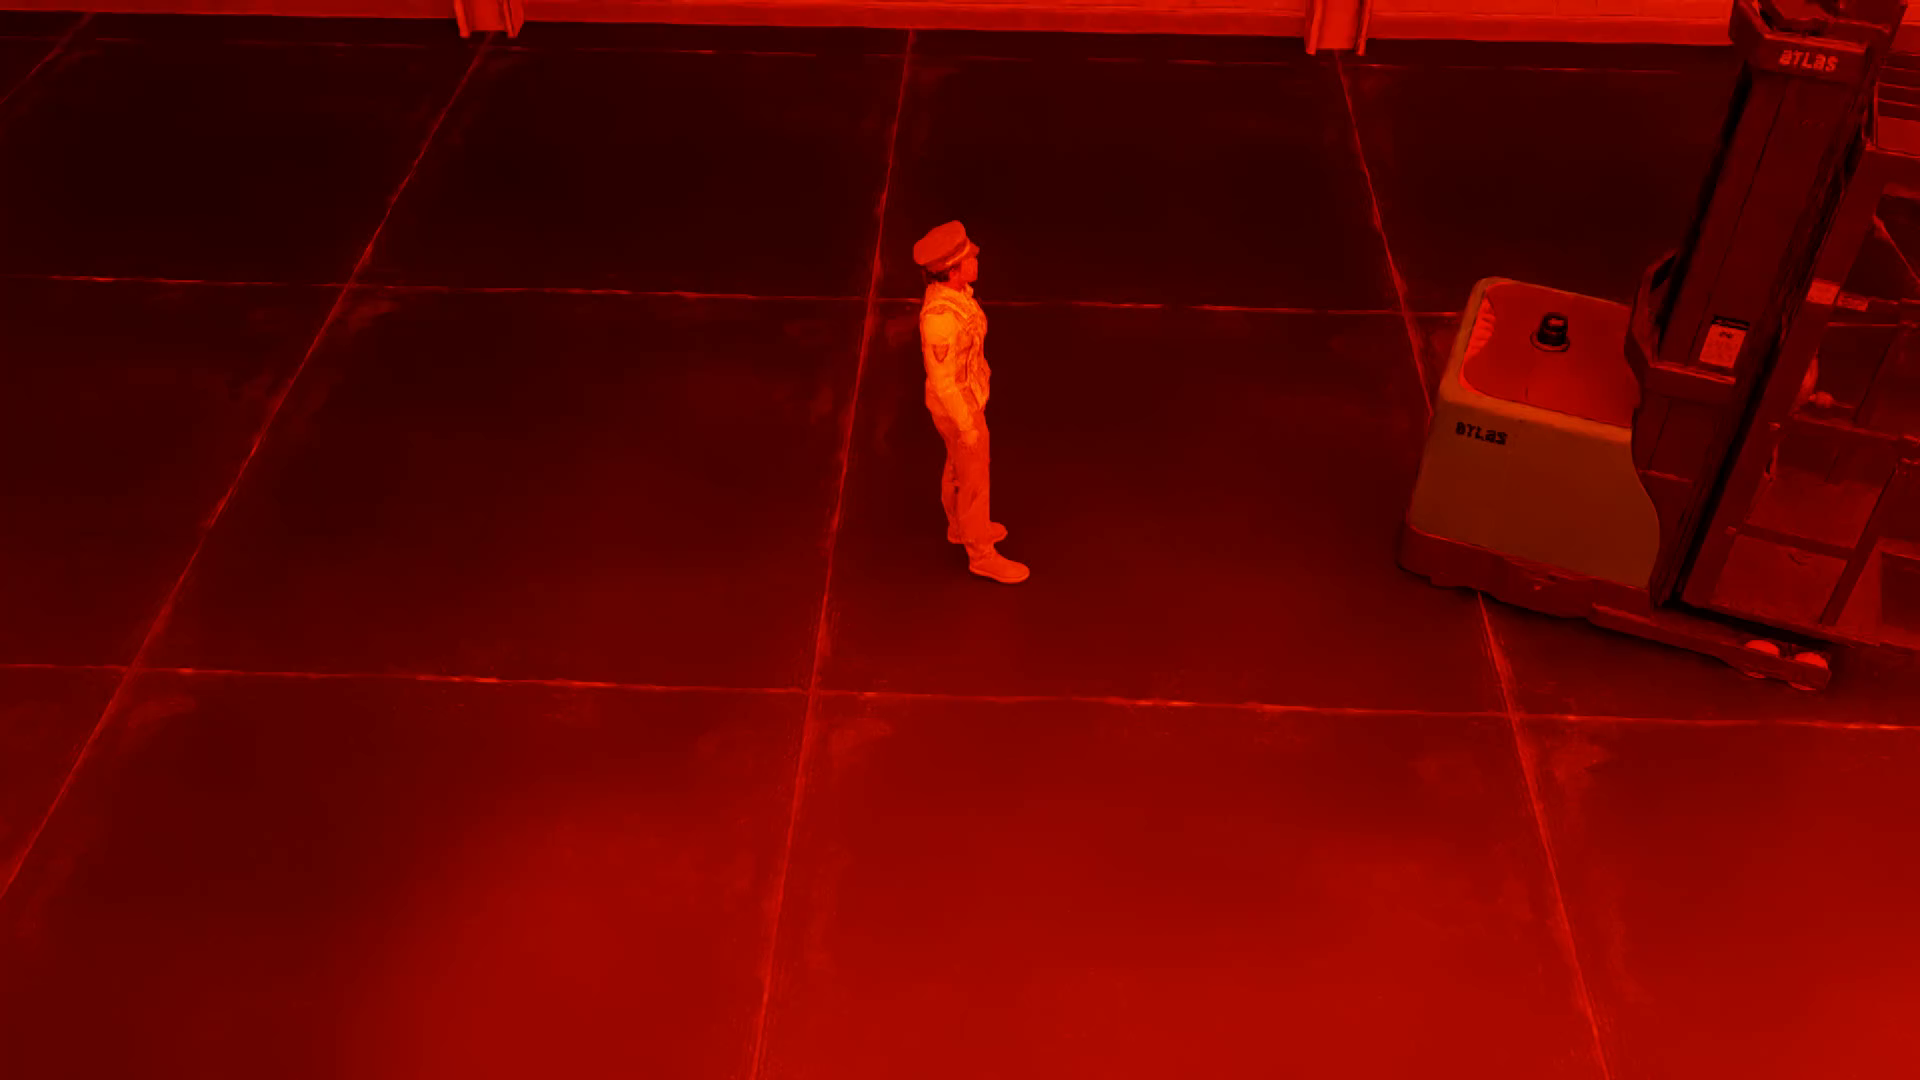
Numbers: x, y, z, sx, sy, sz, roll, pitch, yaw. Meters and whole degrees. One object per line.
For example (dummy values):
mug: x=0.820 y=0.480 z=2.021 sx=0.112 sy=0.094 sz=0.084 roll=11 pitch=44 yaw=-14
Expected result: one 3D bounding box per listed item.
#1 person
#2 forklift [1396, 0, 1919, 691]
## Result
person: x=0.067 y=-0.625 z=7.332 sx=0.533 sy=1.695 sz=0.586 roll=2 pitch=42 yaw=2
forklift: x=3.592 y=-0.841 z=6.664 sx=3.031 sy=2.935 sz=1.130 roll=16 pitch=45 yaw=16
